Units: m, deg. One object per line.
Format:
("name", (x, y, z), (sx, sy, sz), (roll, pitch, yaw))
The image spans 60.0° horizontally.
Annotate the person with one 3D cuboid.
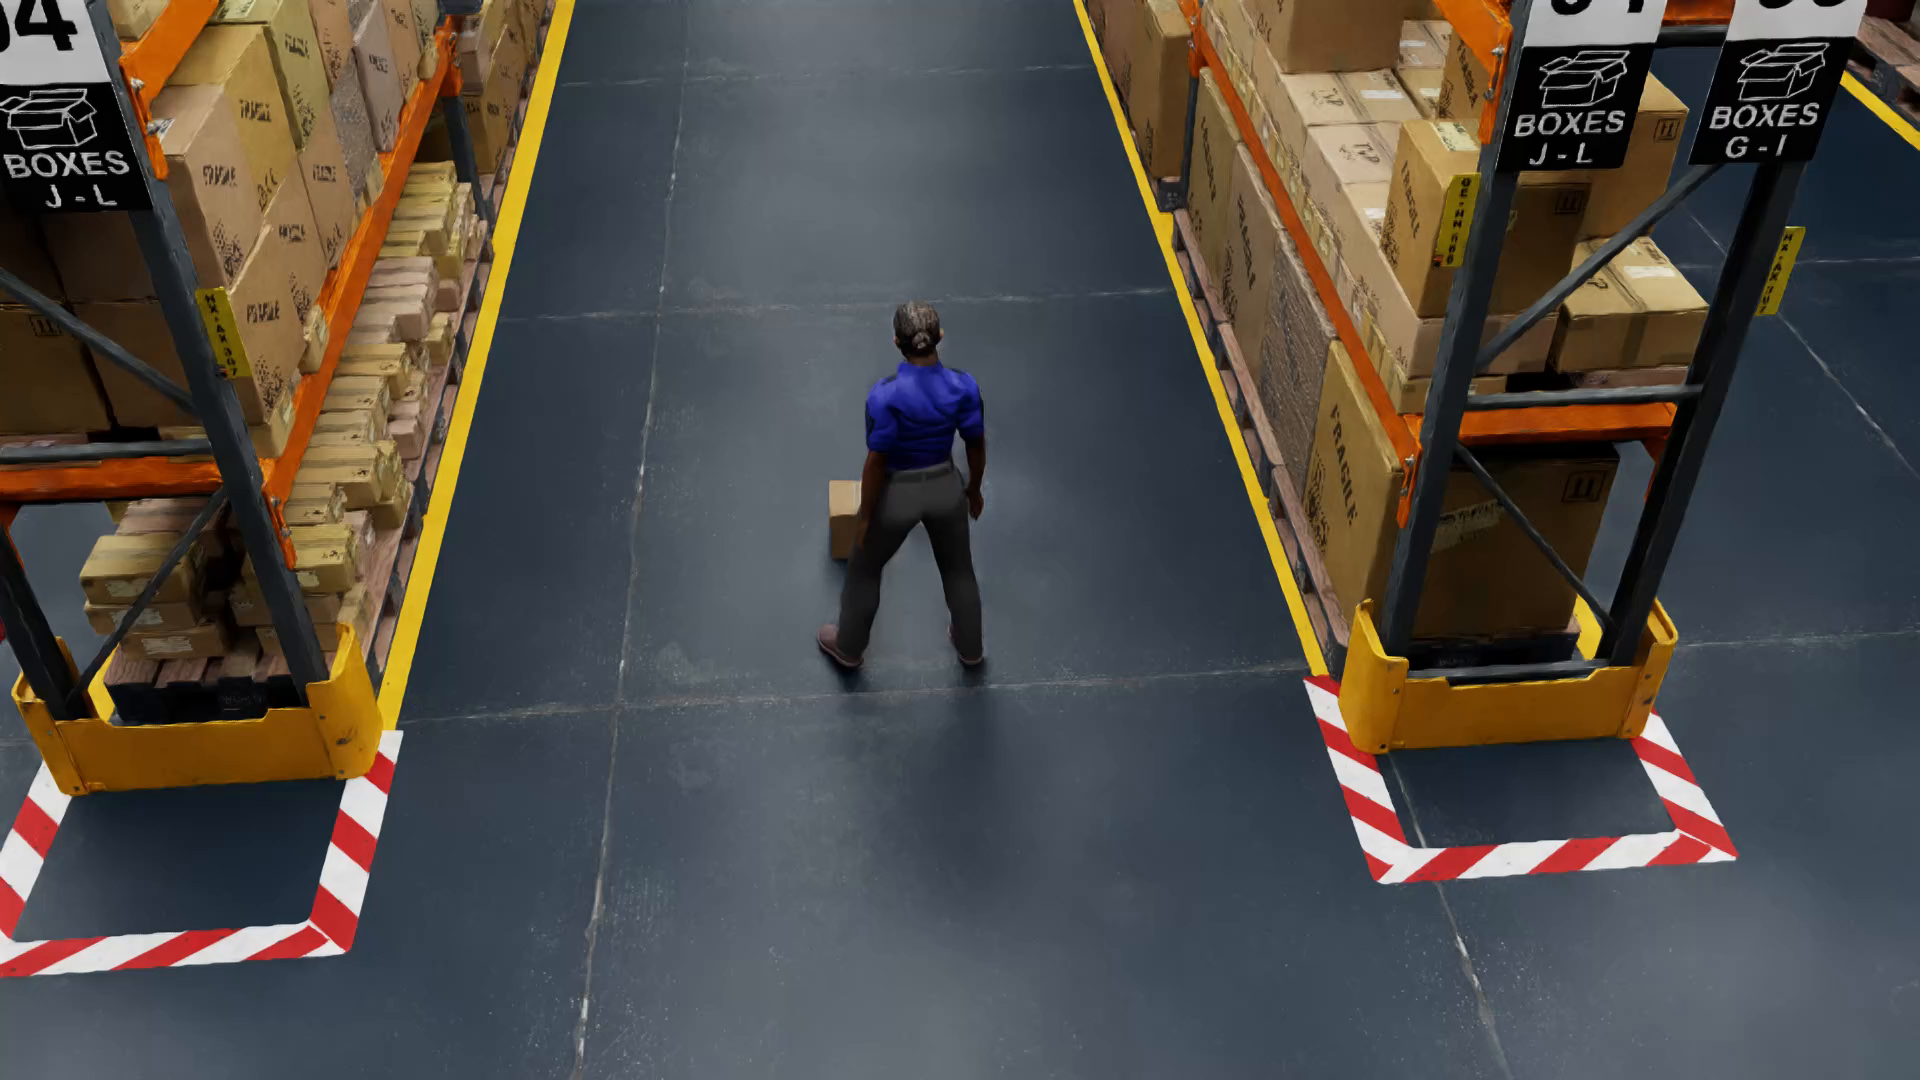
("person", (-0.235, -0.181, 6.358), (0.649, 1.647, 0.426), (-13, 41, -15))
